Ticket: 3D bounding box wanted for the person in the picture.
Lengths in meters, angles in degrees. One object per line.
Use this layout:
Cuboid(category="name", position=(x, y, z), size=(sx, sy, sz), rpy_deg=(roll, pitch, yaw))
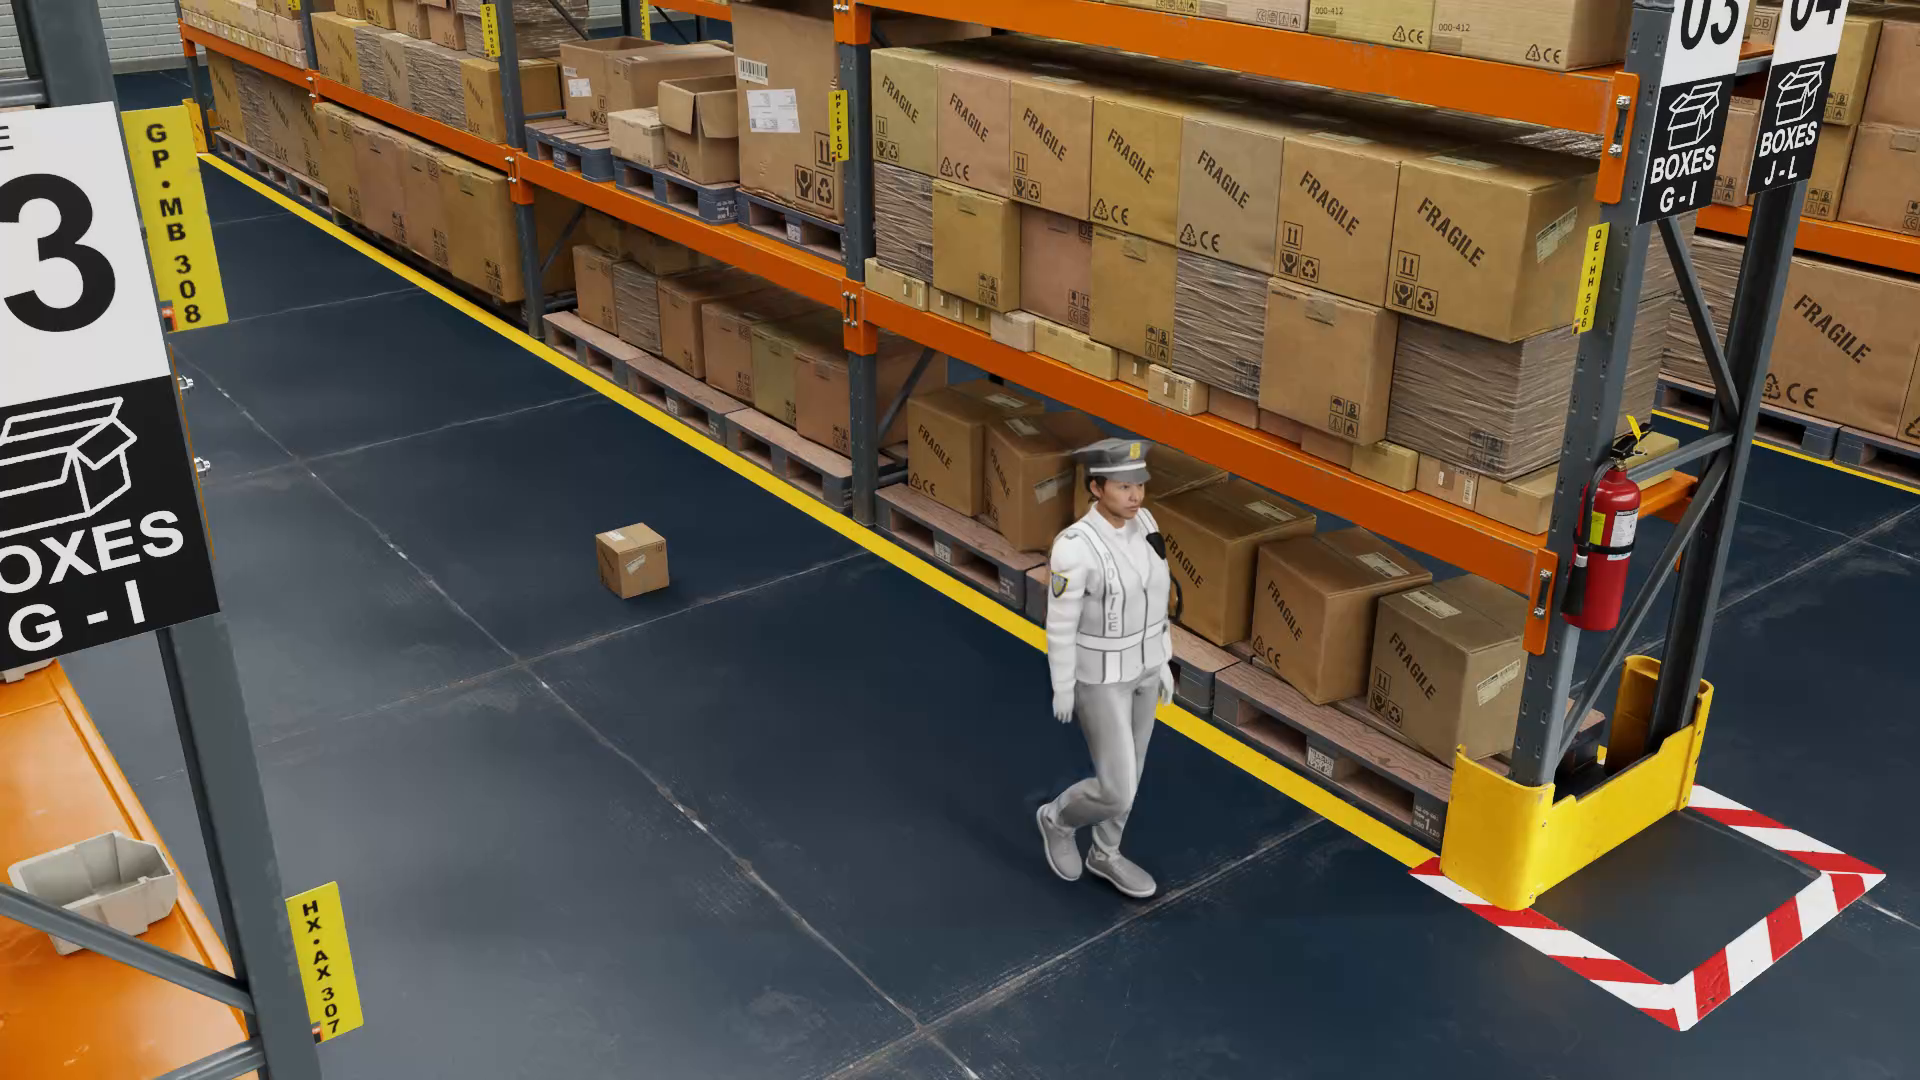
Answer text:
Cuboid(category="person", position=(0.512, 0.441, 5.565), size=(0.486, 1.682, 0.448), rpy_deg=(-22, 33, -39))
